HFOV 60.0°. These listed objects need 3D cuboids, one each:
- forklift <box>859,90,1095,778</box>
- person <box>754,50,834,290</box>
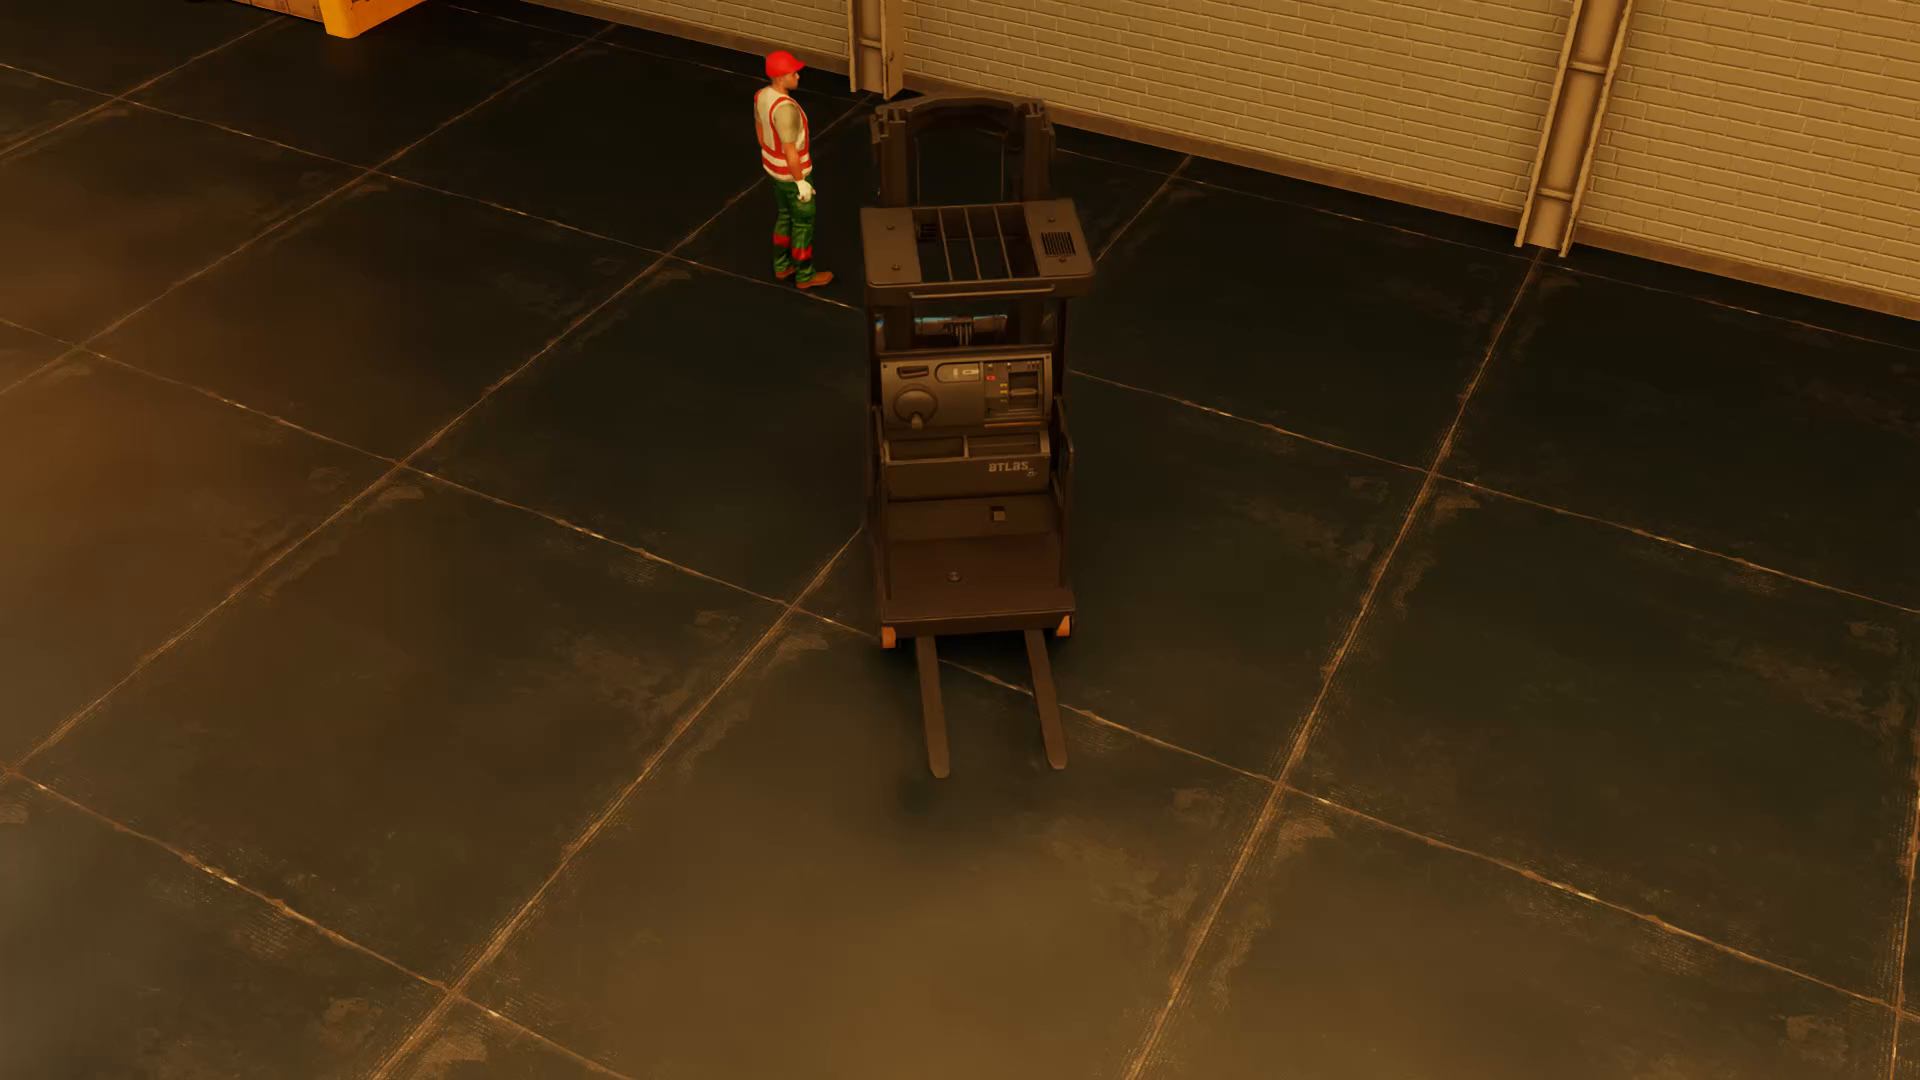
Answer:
[{"bbox_3d":[0.061,-0.730,8.853,1.130,2.935,3.031,-4,40,-4],"label":"forklift"},{"bbox_3d":[-1.208,-2.686,12.065,0.396,1.792,0.655,-21,45,-23],"label":"person"}]
